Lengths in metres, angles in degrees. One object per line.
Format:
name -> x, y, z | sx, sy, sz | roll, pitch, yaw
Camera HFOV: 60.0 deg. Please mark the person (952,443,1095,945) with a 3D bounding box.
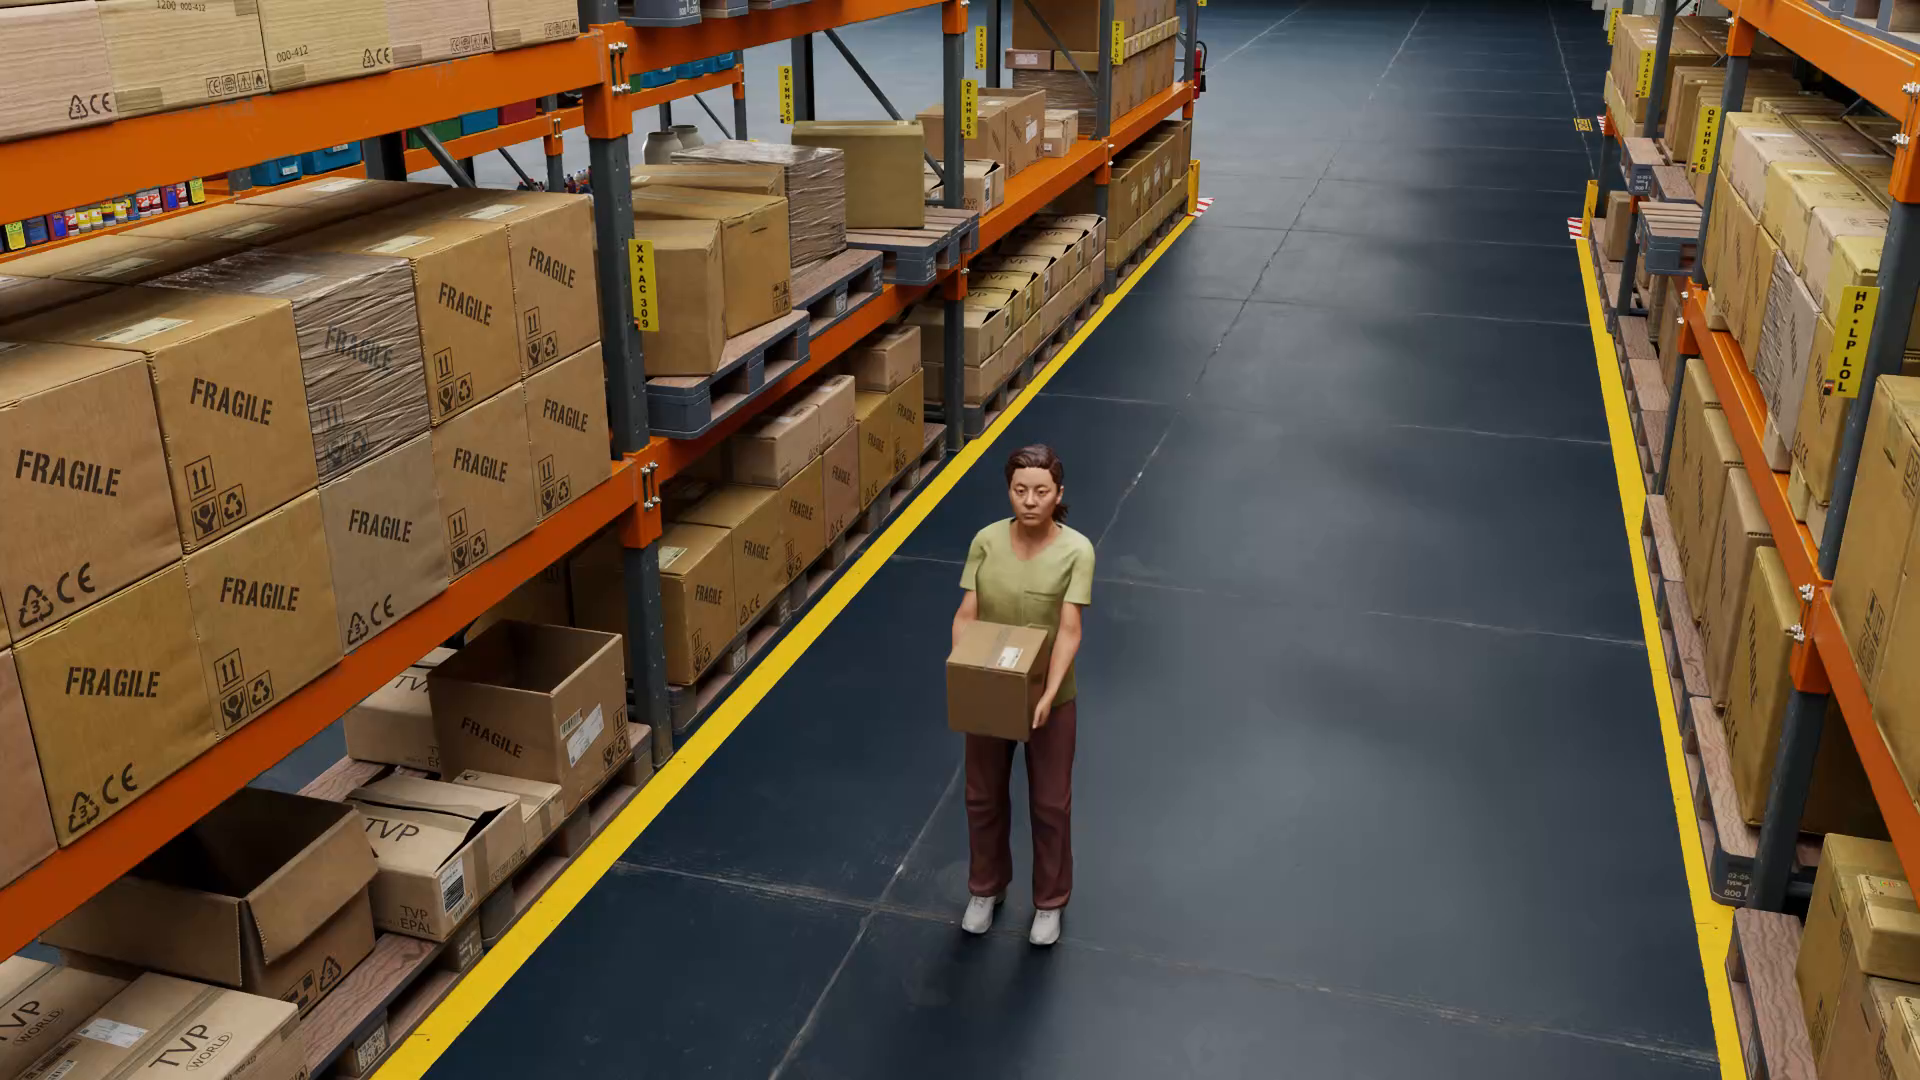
person -> 0.183, 0.526, 5.307 | 0.426, 1.665, 0.549 | 7, 23, 16
